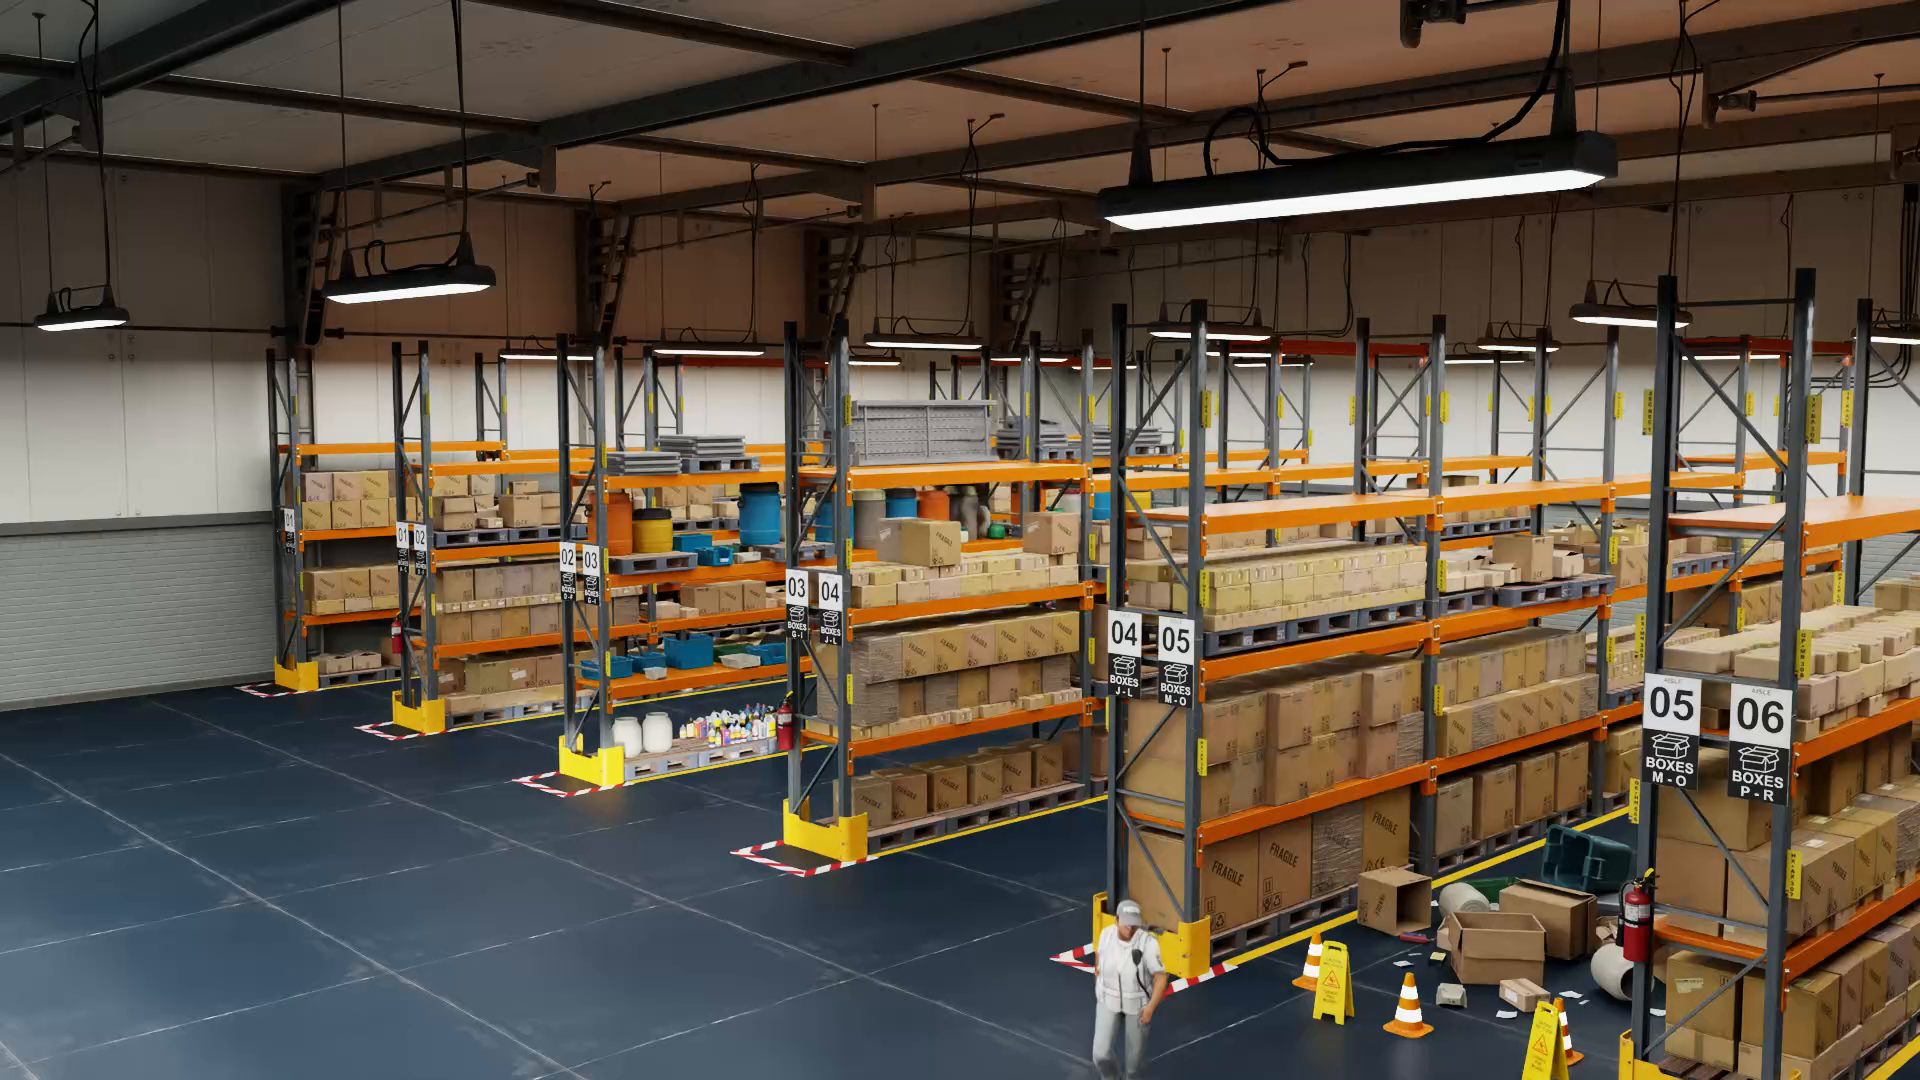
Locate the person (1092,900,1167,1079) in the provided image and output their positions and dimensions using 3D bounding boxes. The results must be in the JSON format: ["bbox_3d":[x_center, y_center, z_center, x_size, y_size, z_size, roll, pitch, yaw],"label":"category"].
[{"bbox_3d":[1.190,3.327,11.840,0.587,1.606,0.774,1,5,15],"label":"person"}]

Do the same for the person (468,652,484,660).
[{"bbox_3d":[-8.297,1.856,28.738,0.657,1.673,0.754,3,6,31],"label":"person"}]
